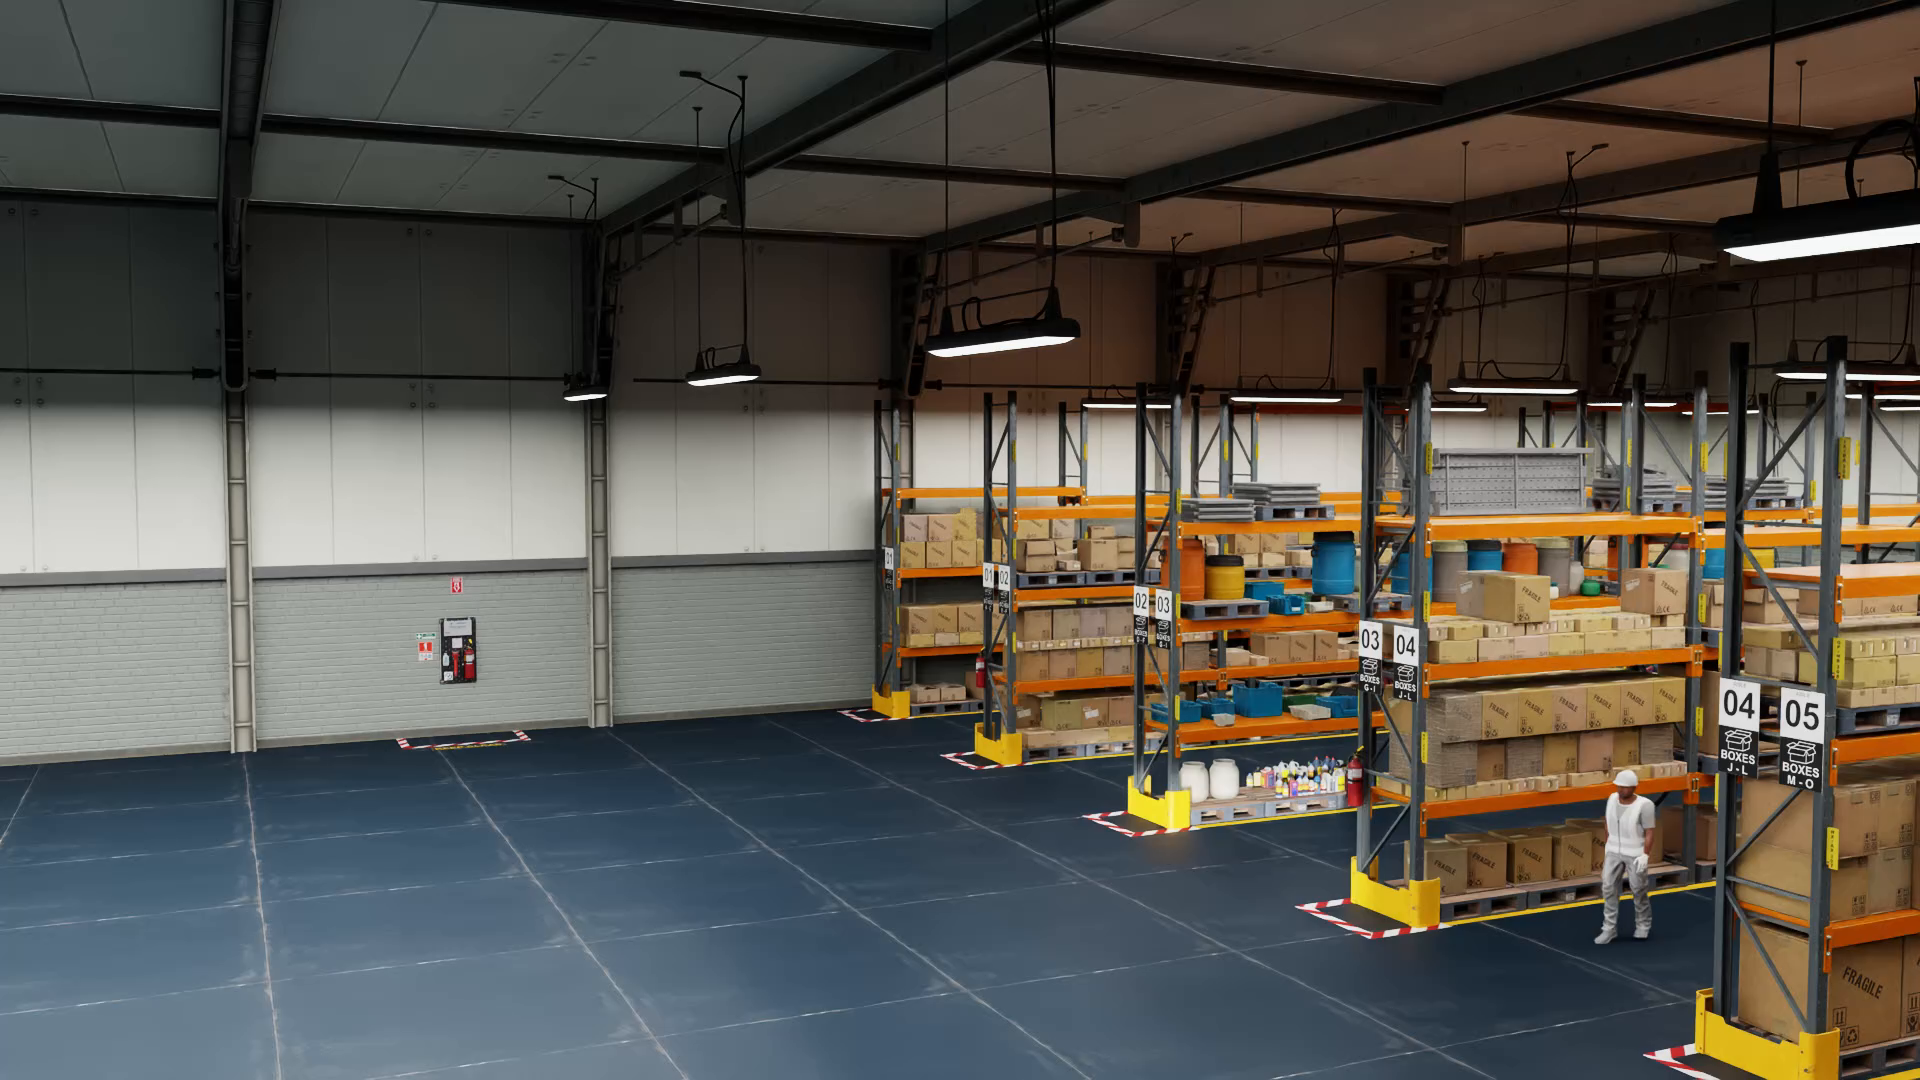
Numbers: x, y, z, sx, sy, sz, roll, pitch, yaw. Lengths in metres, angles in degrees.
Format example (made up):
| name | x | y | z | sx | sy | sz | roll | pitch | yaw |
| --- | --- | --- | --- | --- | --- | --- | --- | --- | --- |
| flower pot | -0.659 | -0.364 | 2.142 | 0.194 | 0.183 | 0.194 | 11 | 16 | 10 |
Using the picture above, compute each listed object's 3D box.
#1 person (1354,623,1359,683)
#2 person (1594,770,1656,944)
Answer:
| name | x | y | z | sx | sy | sz | roll | pitch | yaw |
| --- | --- | --- | --- | --- | --- | --- | --- | --- | --- |
| person | 7.967 | 2.441 | 32.437 | 0.729 | 1.683 | 0.699 | -1 | 3 | -15 |
| person | 6.916 | 3.278 | 17.248 | 0.663 | 1.805 | 0.608 | -2 | 4 | -36 |
